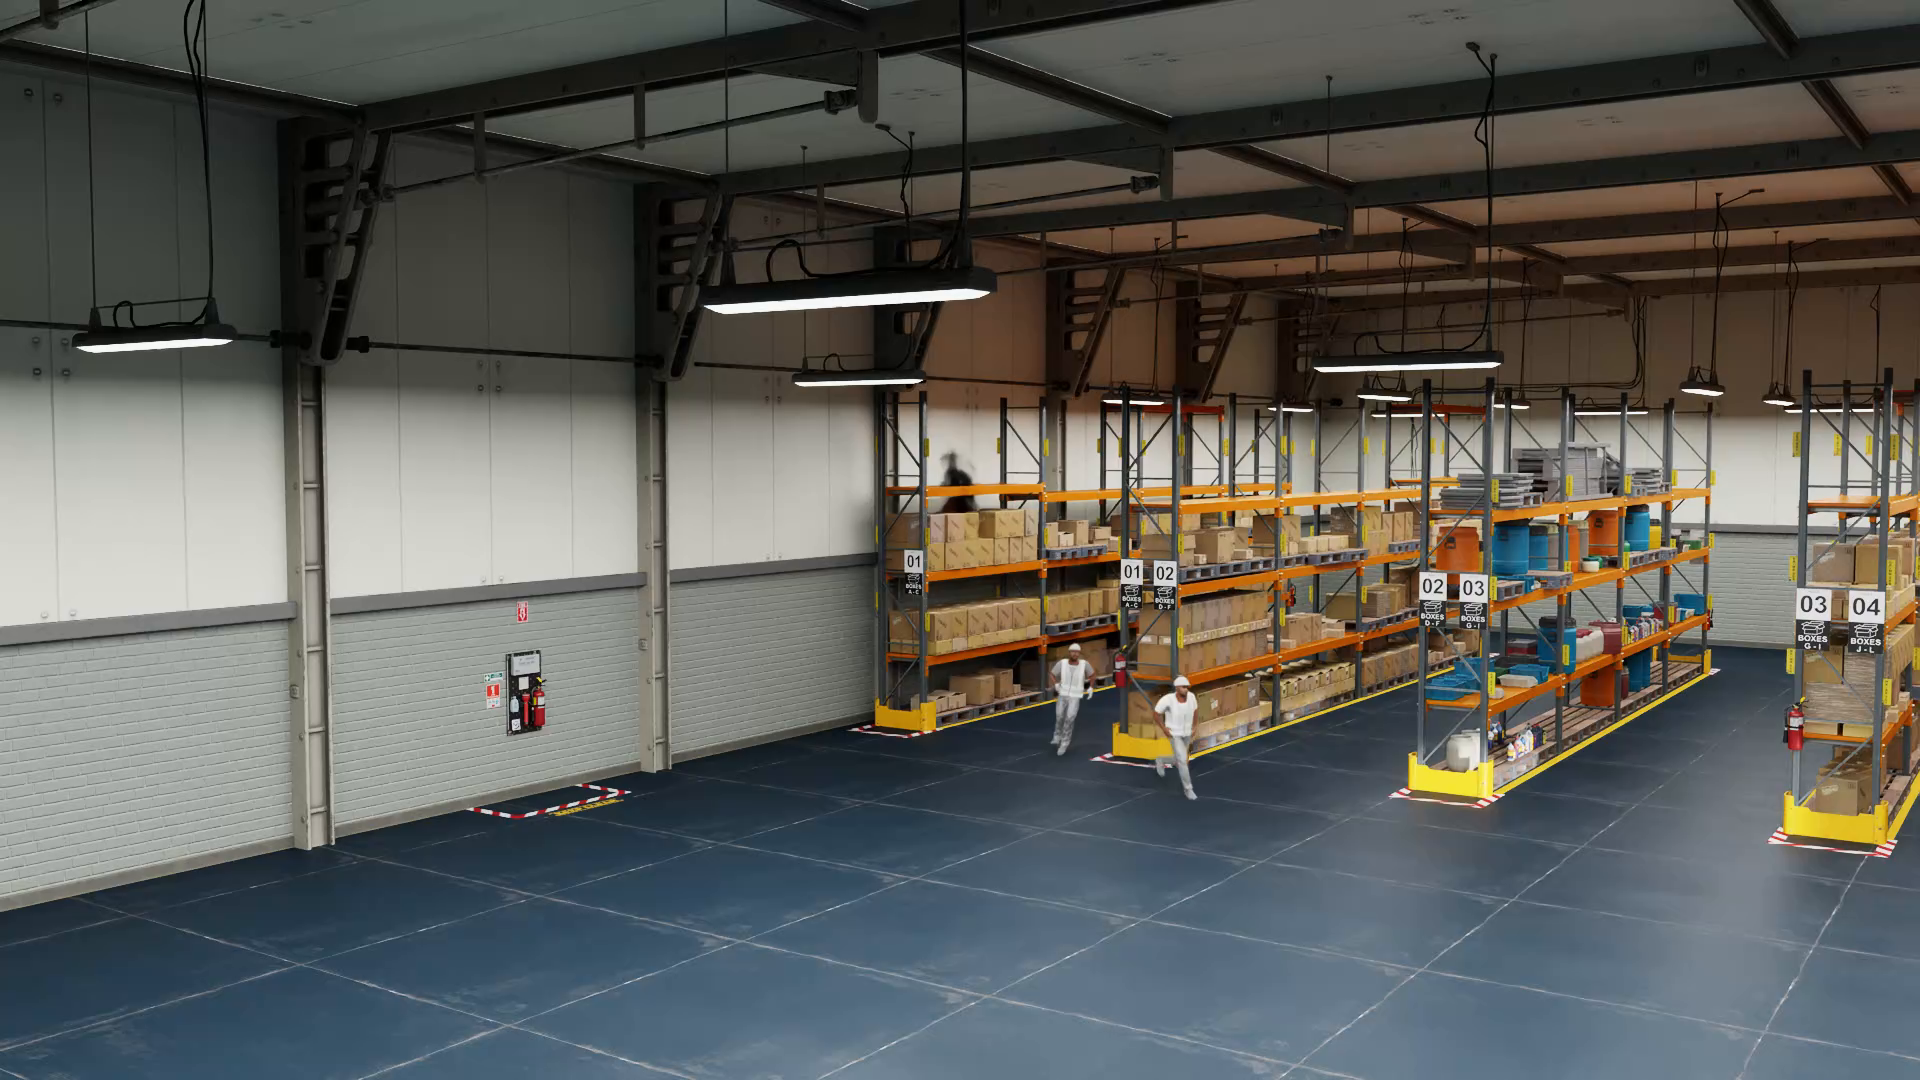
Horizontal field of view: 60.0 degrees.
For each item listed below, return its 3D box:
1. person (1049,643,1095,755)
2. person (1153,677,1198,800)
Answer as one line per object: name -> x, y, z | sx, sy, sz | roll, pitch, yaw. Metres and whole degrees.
person -> 1.824, 2.601, 27.418 | 0.744, 1.802, 0.826 | 1, 3, 13
person -> 3.113, 2.821, 24.058 | 0.701, 1.752, 1.004 | -2, 4, -29
